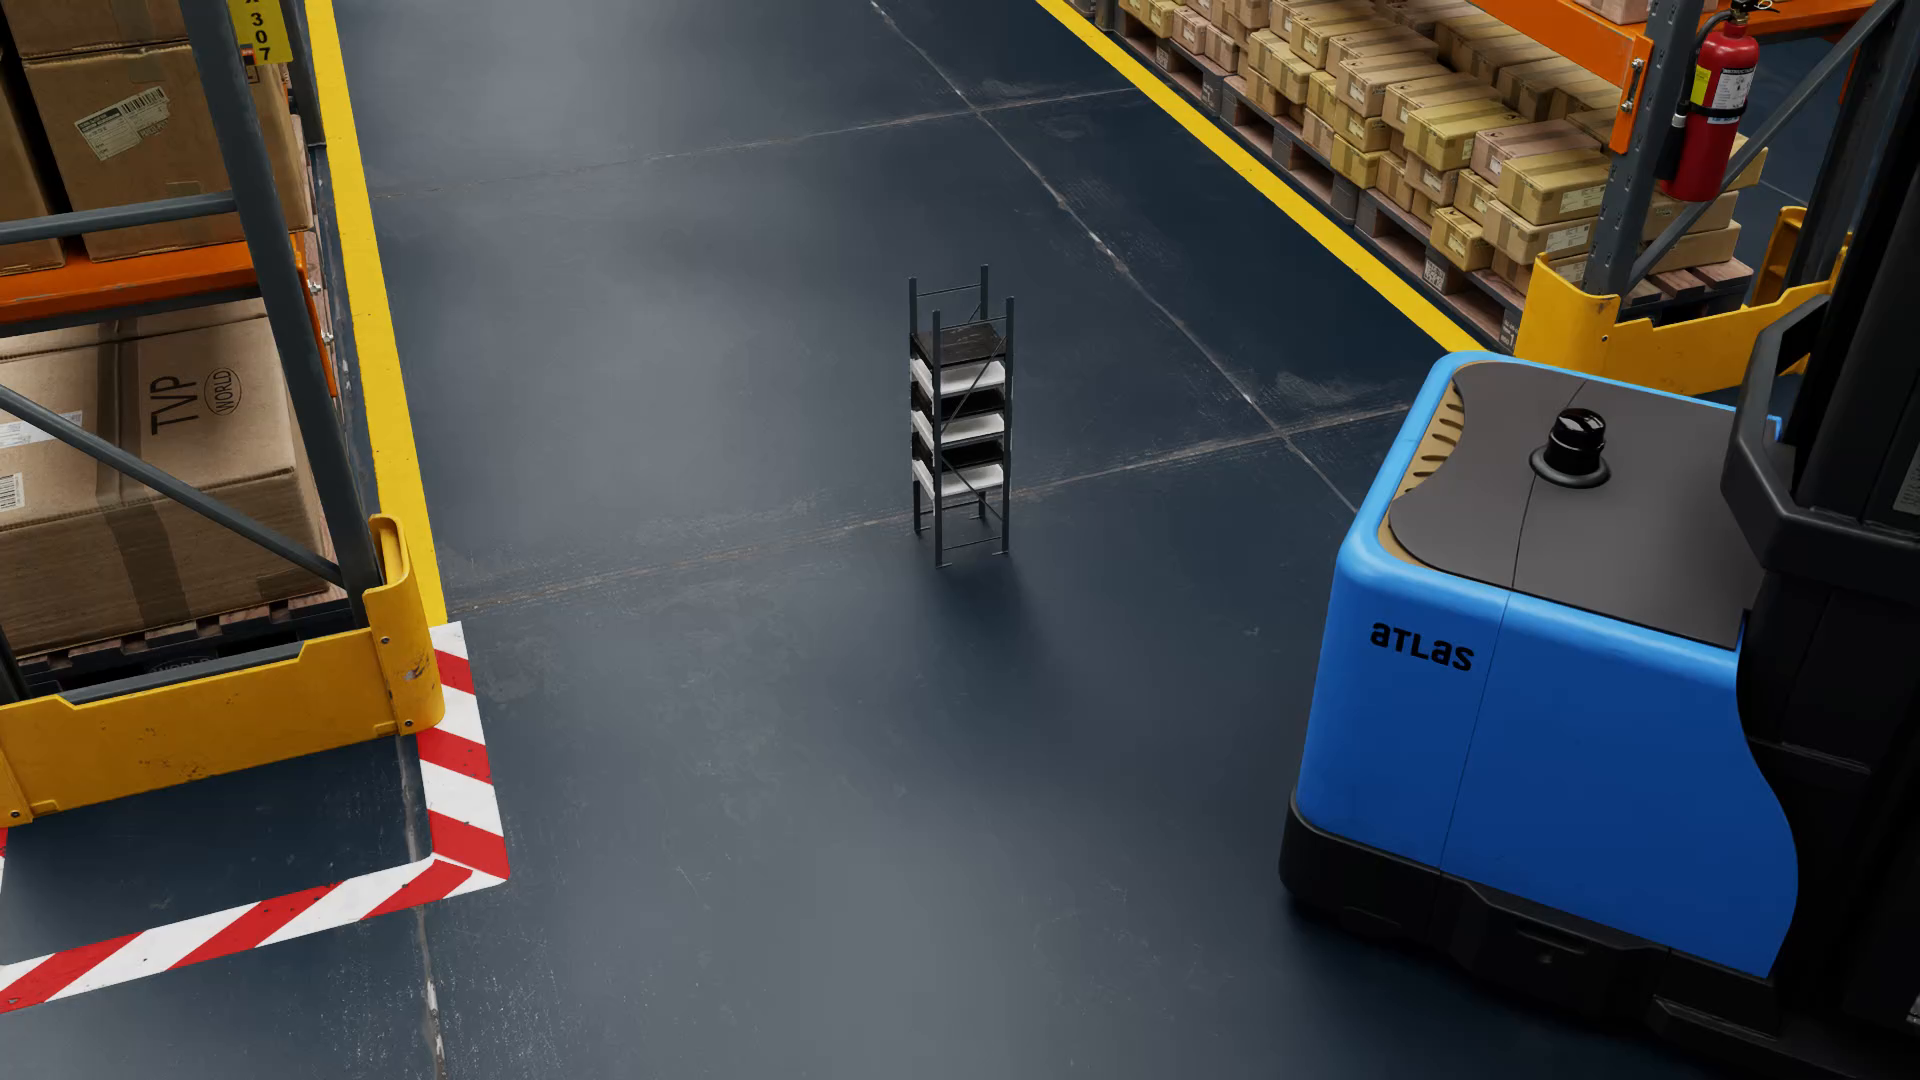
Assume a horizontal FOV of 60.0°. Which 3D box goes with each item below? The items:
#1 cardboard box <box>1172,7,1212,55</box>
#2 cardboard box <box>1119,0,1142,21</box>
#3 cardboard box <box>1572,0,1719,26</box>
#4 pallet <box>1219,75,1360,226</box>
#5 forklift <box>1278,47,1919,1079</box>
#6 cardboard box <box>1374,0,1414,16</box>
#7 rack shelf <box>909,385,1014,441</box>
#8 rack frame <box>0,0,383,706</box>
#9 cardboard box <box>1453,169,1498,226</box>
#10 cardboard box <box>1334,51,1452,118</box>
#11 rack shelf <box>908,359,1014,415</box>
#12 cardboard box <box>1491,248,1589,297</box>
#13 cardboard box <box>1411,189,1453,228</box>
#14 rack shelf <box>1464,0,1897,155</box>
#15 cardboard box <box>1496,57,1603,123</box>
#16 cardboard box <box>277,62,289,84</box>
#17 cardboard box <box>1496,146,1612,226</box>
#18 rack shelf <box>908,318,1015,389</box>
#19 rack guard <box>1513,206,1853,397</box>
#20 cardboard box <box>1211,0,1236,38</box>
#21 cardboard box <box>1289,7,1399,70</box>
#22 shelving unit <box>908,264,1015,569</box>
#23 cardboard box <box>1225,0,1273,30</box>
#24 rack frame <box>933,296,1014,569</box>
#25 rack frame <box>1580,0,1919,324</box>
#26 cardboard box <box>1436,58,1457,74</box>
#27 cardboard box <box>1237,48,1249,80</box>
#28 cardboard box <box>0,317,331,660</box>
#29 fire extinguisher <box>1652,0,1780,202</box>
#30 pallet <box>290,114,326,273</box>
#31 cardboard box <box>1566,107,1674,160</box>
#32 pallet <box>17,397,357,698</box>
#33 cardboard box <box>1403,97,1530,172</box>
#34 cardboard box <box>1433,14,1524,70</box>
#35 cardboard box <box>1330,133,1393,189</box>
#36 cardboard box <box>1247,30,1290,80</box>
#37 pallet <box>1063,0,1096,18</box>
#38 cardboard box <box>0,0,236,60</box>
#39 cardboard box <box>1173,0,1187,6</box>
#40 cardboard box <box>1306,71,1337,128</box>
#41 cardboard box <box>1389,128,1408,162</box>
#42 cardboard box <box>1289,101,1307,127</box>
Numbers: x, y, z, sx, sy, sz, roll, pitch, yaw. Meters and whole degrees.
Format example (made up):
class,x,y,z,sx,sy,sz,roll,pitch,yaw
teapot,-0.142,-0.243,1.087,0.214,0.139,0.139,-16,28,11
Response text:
class,x,y,z,sx,sy,sz,roll,pitch,yaw
cardboard box,1.260,-2.496,8.091,0.380,0.149,0.250,-13,39,-16
cardboard box,1.034,-2.776,8.463,0.380,0.149,0.250,-14,39,-18
cardboard box,2.210,-1.785,5.335,0.380,0.149,0.250,-12,39,-16
pallet,1.899,-1.843,7.521,1.003,0.211,1.213,-12,39,-16
forklift,2.331,-0.152,3.015,3.031,2.935,1.130,16,40,21
cardboard box,2.095,-2.417,7.492,0.380,0.149,0.250,-14,39,-18
rack shelf,0.003,-0.400,4.939,0.258,0.077,0.200,-12,39,-16
rack frame,-2.026,-0.677,3.656,1.000,3.000,0.127,-12,39,-16
cardboard box,2.098,-1.305,6.263,0.380,0.149,0.250,-13,39,-17
cardboard box,1.752,-1.846,6.734,0.380,0.149,0.250,-11,38,-14
rack shelf,0.003,-0.472,4.885,0.258,0.077,0.200,-12,39,-16
cardboard box,2.210,-1.043,6.162,0.380,0.149,0.250,-12,39,-15
cardboard box,2.017,-1.334,6.548,0.380,0.149,0.250,-13,39,-16
rack shelf,1.899,-2.602,6.809,1.077,0.370,4.000,-12,39,-16
cardboard box,2.389,-1.815,6.692,0.380,0.149,0.250,-14,39,-18
cardboard box,-2.280,-1.619,4.823,0.500,0.500,0.500,-13,39,-16
cardboard box,2.167,-1.273,5.972,0.380,0.149,0.250,-12,39,-15
rack shelf,0.003,-0.544,4.831,0.258,0.077,0.200,-12,39,-16
rack guard,2.561,-0.804,5.902,1.175,0.500,0.348,-12,39,-16
cardboard box,1.414,-2.488,7.833,0.380,0.149,0.250,-14,39,-18
cardboard box,1.649,-2.160,7.151,0.380,0.149,0.250,-12,39,-16
shelving unit,0.003,-0.355,4.973,0.258,0.900,0.210,-12,39,-16
cardboard box,1.429,-2.444,7.528,0.380,0.149,0.250,-12,39,-15
rack frame,0.038,-0.297,4.897,0.240,0.900,0.006,-12,39,-16
rack frame,2.587,-1.759,5.093,1.000,3.000,0.127,-12,39,-16
cardboard box,2.140,-1.985,7.165,0.380,0.149,0.250,-11,38,-14
cardboard box,1.520,-2.218,7.722,0.380,0.149,0.250,-14,39,-18
cardboard box,-2.347,-0.174,4.768,0.875,0.438,0.875,-14,39,-17
fire extinguisher,2.241,-1.342,4.912,0.296,0.674,0.183,-12,39,-16
pallet,-3.214,-1.377,6.903,1.003,0.211,1.213,-12,39,-16
cardboard box,2.518,-1.523,6.305,0.380,0.149,0.250,-12,39,-15
pallet,-2.374,0.001,5.073,1.003,0.211,1.213,-12,39,-16
cardboard box,1.926,-1.546,6.336,0.380,0.149,0.250,-13,39,-17
cardboard box,2.254,-2.132,7.113,0.380,0.149,0.250,-12,39,-15
cardboard box,1.773,-1.602,6.904,0.380,0.149,0.250,-14,39,-18
cardboard box,1.514,-2.172,7.414,0.380,0.149,0.250,-13,39,-16
pallet,0.941,-3.345,9.515,1.003,0.211,1.213,-12,39,-16
cardboard box,-1.923,-1.447,3.764,0.500,0.500,0.500,-13,39,-17
cardboard box,1.206,-2.771,8.210,0.380,0.149,0.250,-12,39,-16
cardboard box,1.696,-1.878,7.023,0.380,0.149,0.250,-11,38,-14
cardboard box,1.961,-1.613,6.671,0.380,0.149,0.250,-13,39,-16
cardboard box,1.681,-1.919,7.325,0.380,0.149,0.250,-11,38,-15
